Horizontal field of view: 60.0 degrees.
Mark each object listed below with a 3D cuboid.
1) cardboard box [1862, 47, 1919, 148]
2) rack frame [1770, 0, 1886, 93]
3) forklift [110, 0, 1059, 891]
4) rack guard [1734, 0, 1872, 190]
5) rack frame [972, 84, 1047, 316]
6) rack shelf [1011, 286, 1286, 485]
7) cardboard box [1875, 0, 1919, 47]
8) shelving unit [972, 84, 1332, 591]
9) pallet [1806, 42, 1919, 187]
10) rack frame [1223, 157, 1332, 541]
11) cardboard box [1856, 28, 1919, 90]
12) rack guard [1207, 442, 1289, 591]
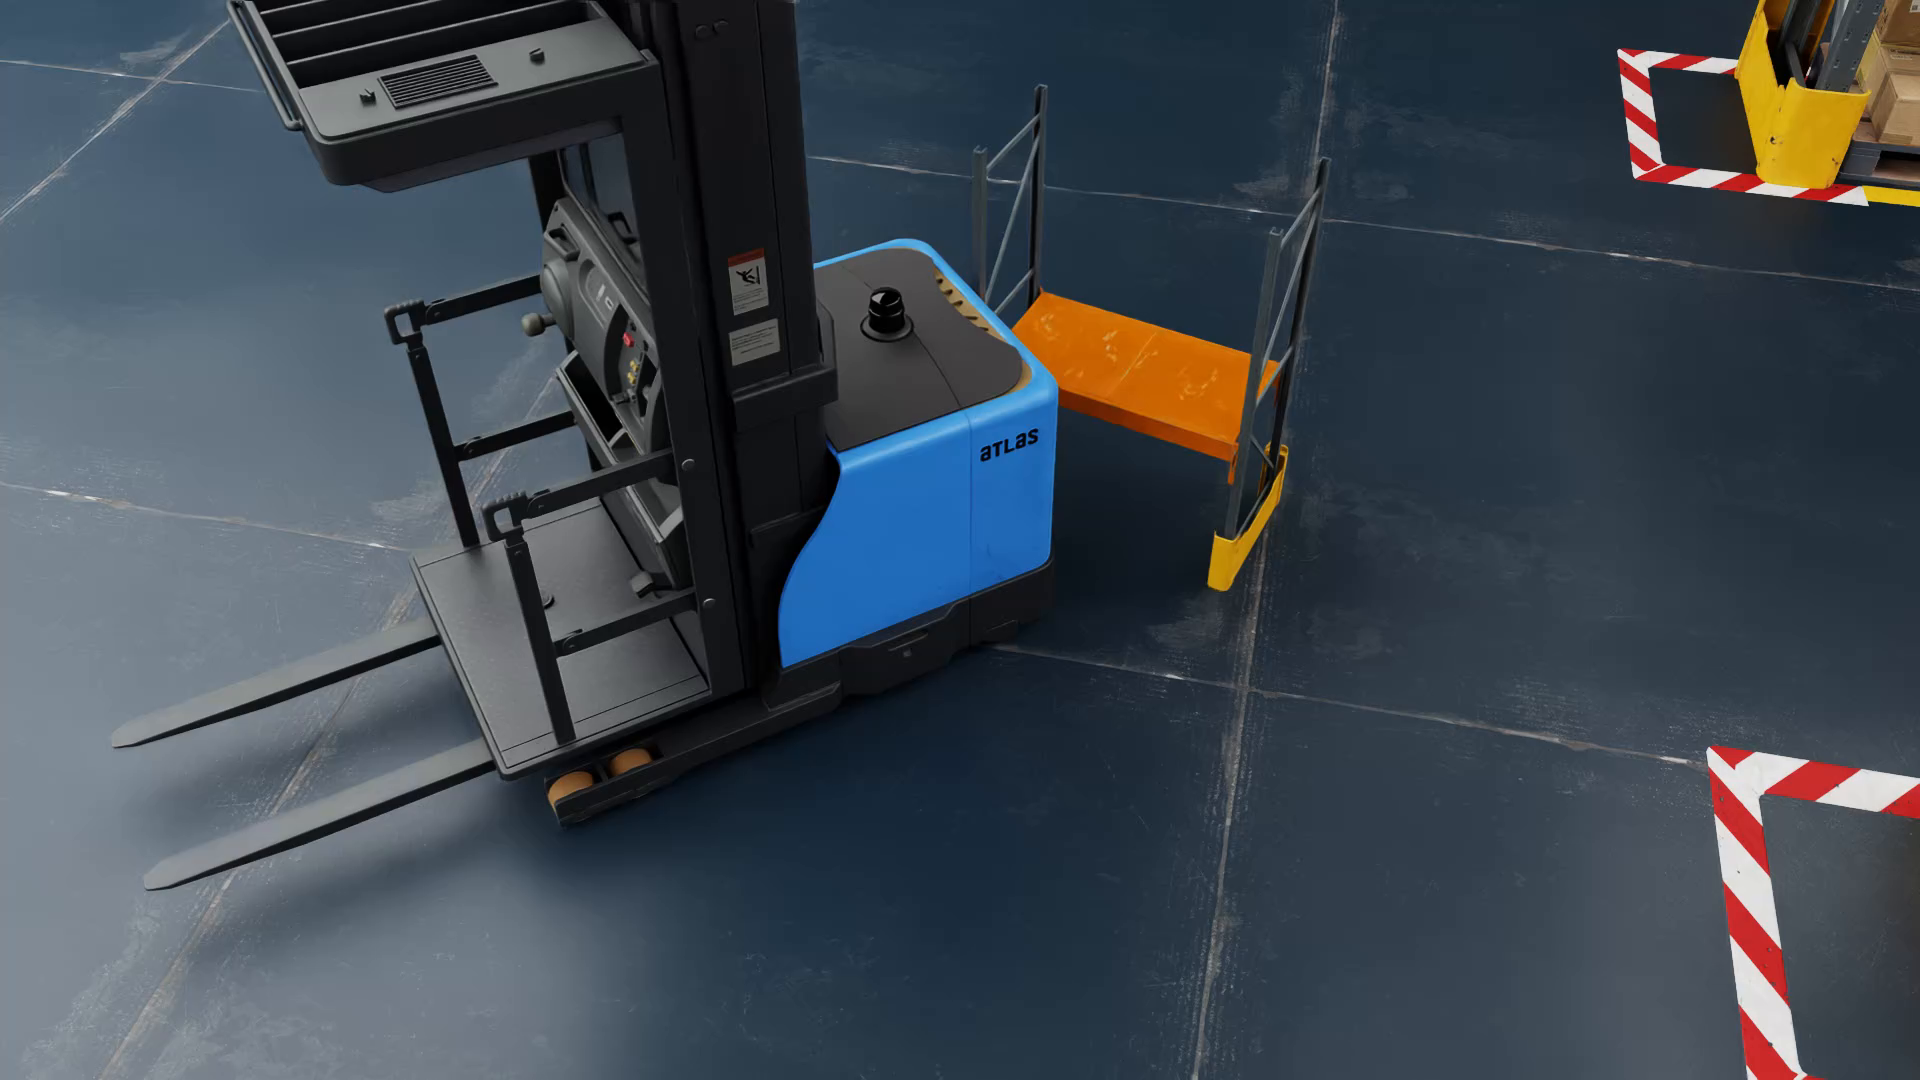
[{"bbox_3d":[4.661,-2.104,7.953,0.500,0.250,0.500,9,45,9],"label":"cardboard box"},{"bbox_3d":[4.186,-3.175,7.386,0.127,3.000,1.000,9,45,9],"label":"rack frame"},{"bbox_3d":[-1.215,-0.577,4.736,3.031,2.935,1.130,-21,48,-20],"label":"forklift"},{"bbox_3d":[4.163,-2.278,8.257,0.348,0.500,1.175,9,45,9],"label":"rack guard"},{"bbox_3d":[0.171,-0.869,6.072,0.032,1.500,0.500,20,47,20],"label":"rack frame"},{"bbox_3d":[0.621,-0.576,6.026,1.000,0.185,0.538,20,47,20],"label":"rack shelf"},{"bbox_3d":[4.774,-2.726,8.059,0.500,0.500,0.500,9,45,9],"label":"cardboard box"},{"bbox_3d":[0.629,-0.702,5.898,1.083,1.500,0.587,20,47,20],"label":"shelving unit"},{"bbox_3d":[4.941,-2.083,8.262,1.213,0.211,1.003,9,45,9],"label":"pallet"},{"bbox_3d":[1.071,-0.541,5.731,0.032,1.500,0.500,20,47,20],"label":"rack frame"},{"bbox_3d":[4.774,-2.455,8.317,0.500,0.250,0.500,9,45,9],"label":"cardboard box"},{"bbox_3d":[1.070,-0.091,6.165,0.087,0.250,0.587,20,47,20],"label":"rack guard"}]
